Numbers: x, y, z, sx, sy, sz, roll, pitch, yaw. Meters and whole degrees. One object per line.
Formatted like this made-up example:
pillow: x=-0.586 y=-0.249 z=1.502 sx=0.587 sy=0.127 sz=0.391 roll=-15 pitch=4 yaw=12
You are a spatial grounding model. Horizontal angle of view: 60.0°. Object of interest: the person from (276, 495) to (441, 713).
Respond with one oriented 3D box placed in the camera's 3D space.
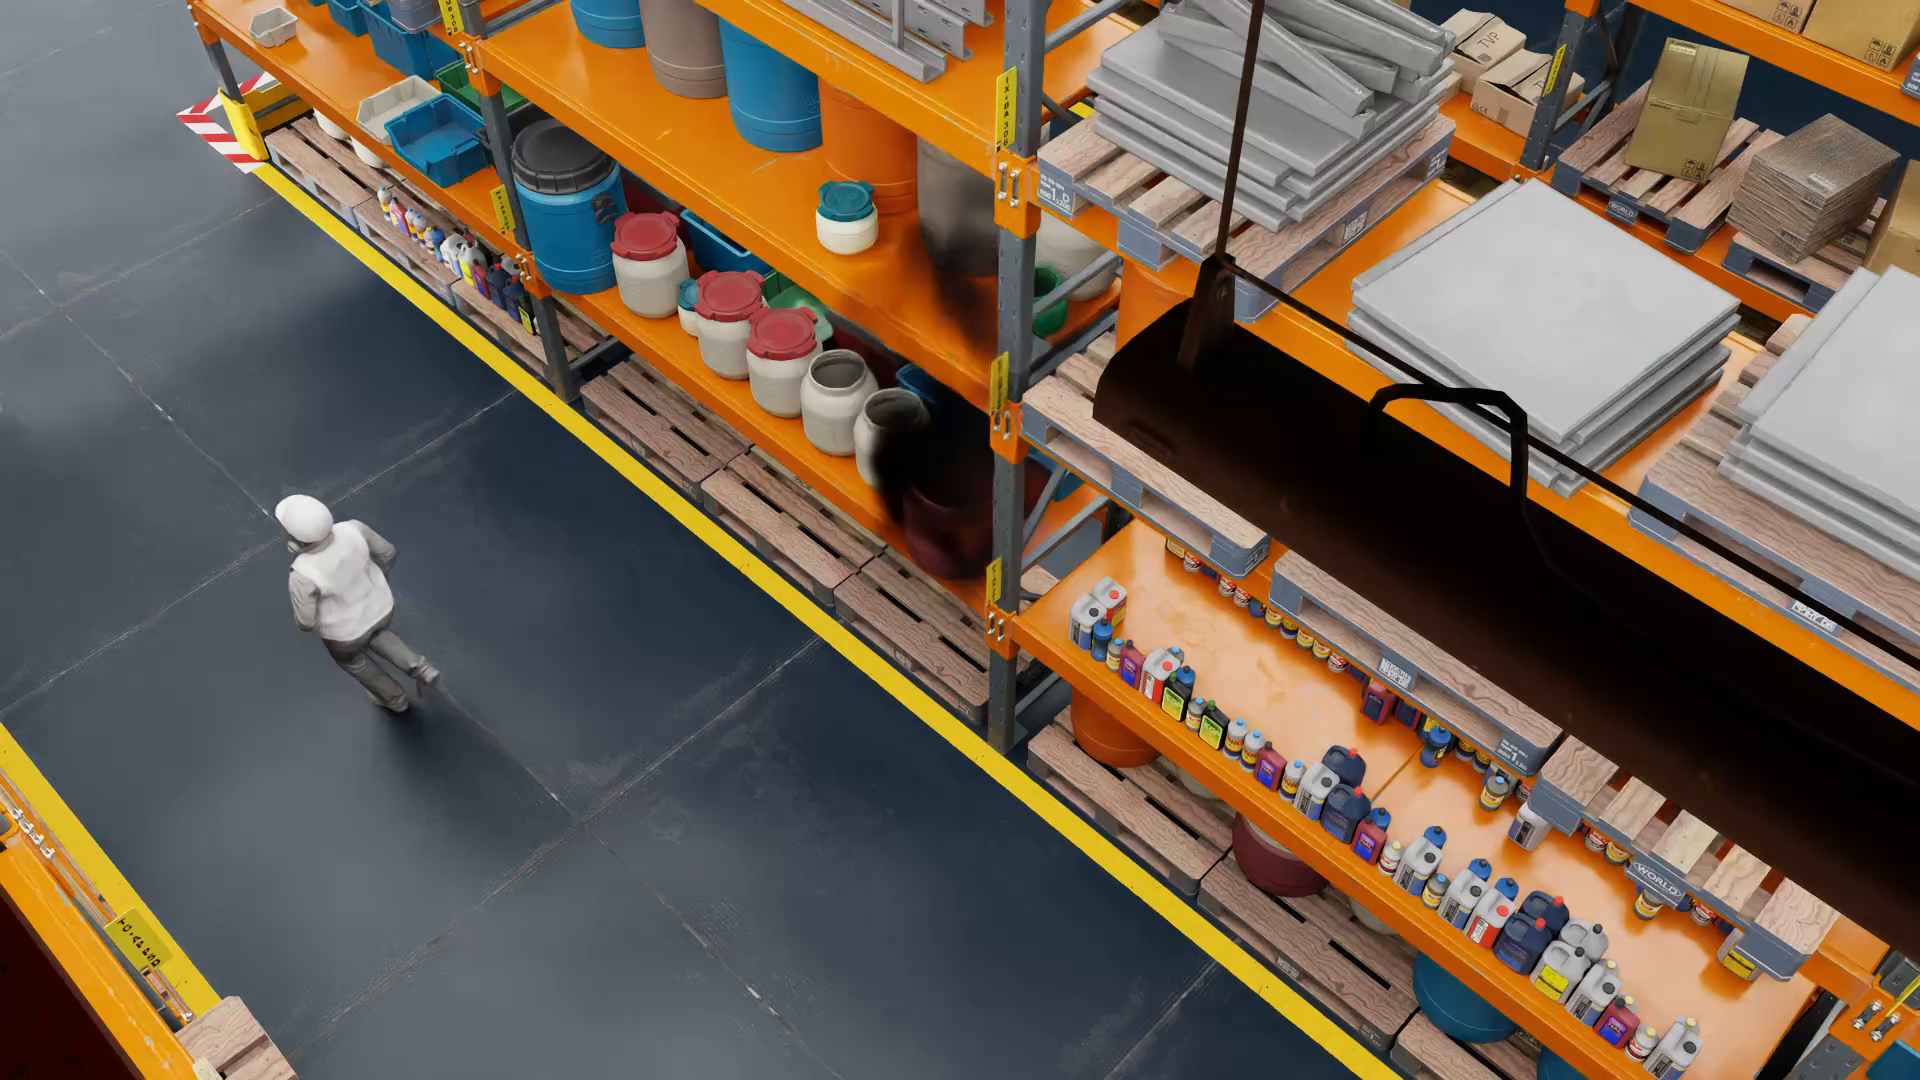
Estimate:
person: x=-3.241 y=0.393 z=8.951 sx=0.616 sy=1.724 sz=0.648 roll=27 pitch=55 yaw=21
